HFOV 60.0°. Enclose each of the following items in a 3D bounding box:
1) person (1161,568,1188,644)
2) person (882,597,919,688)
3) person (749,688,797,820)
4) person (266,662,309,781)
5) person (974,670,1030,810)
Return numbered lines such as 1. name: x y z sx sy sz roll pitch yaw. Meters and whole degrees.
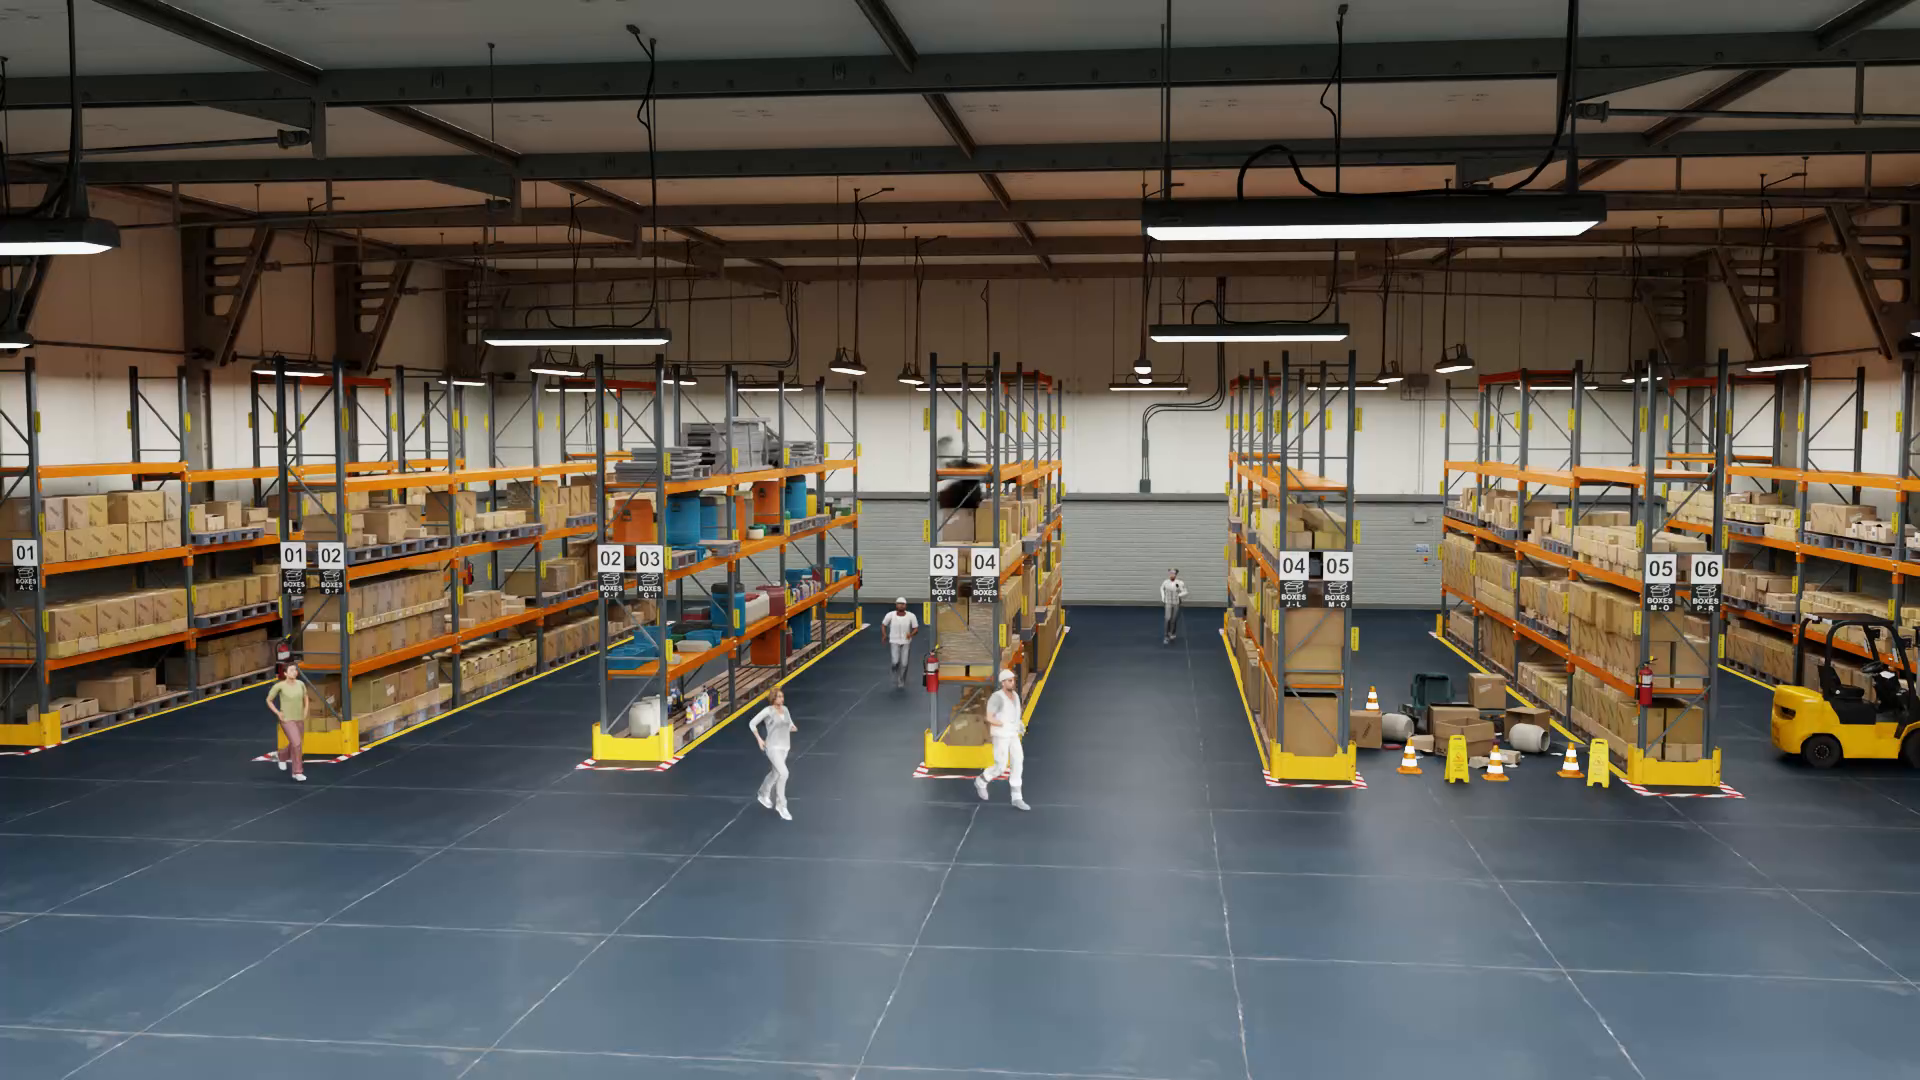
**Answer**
1. person: 4.864 1.495 37.804 0.624 1.763 0.693 1 4 13
2. person: -1.121 1.932 31.187 0.695 1.720 0.583 0 4 -3
3. person: -2.350 2.706 21.189 0.728 1.627 0.510 3 5 36
4. person: -9.428 2.529 23.365 0.774 1.644 0.595 3 5 36
5. person: 0.577 2.575 21.682 0.862 1.796 0.685 4 5 42
